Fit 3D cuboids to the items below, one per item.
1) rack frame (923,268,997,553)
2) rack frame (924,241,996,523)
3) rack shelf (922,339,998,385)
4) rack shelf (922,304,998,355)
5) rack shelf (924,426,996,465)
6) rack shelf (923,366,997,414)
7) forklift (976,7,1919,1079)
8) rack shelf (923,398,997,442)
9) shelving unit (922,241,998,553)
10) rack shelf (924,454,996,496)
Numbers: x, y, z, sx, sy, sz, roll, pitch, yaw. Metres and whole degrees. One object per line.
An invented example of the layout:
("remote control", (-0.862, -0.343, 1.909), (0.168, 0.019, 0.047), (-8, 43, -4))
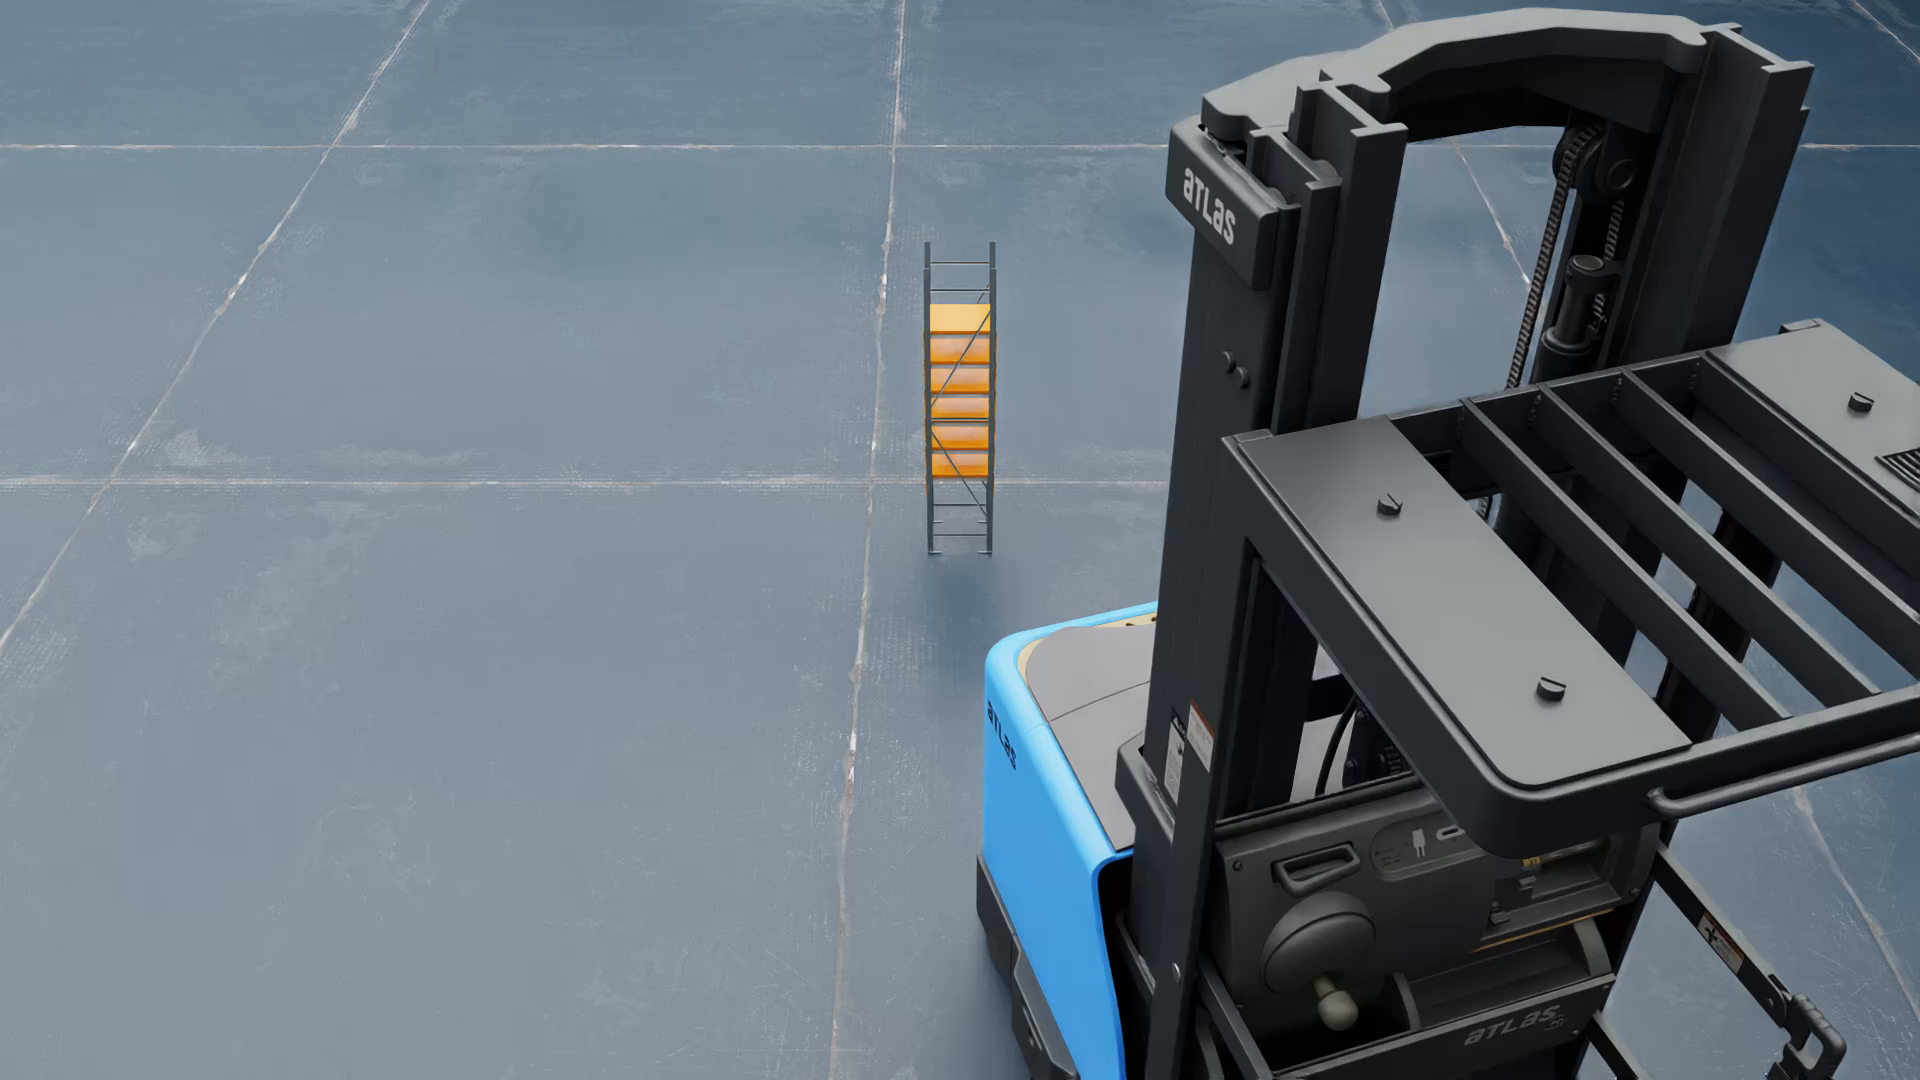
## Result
("rack frame", (0.000, -0.420, 5.815), (0.240, 1.200, 0.006), (0, 39, 0))
("rack frame", (0.000, -0.534, 5.957), (0.240, 1.200, 0.006), (0, 39, 0))
("rack shelf", (0.000, -0.630, 5.764), (0.258, 0.103, 0.180), (0, 39, 0))
("rack shelf", (0.000, -0.724, 5.689), (0.258, 0.103, 0.180), (0, 39, 0))
("rack shelf", (0.000, -0.349, 5.989), (0.258, 0.103, 0.180), (0, 39, 0))
("rack shelf", (0.000, -0.536, 5.839), (0.258, 0.103, 0.180), (0, 39, 0))
("forklift", (0.996, 0.723, 3.004), (1.130, 2.935, 3.031), (-12, 40, -14))
("rack shelf", (0.000, -0.443, 5.914), (0.258, 0.103, 0.180), (0, 39, 0))
("shelving unit", (0.000, -0.477, 5.886), (0.258, 1.200, 0.189), (0, 39, 0))
("rack shelf", (0.000, -0.255, 6.064), (0.258, 0.103, 0.180), (0, 39, 0))
